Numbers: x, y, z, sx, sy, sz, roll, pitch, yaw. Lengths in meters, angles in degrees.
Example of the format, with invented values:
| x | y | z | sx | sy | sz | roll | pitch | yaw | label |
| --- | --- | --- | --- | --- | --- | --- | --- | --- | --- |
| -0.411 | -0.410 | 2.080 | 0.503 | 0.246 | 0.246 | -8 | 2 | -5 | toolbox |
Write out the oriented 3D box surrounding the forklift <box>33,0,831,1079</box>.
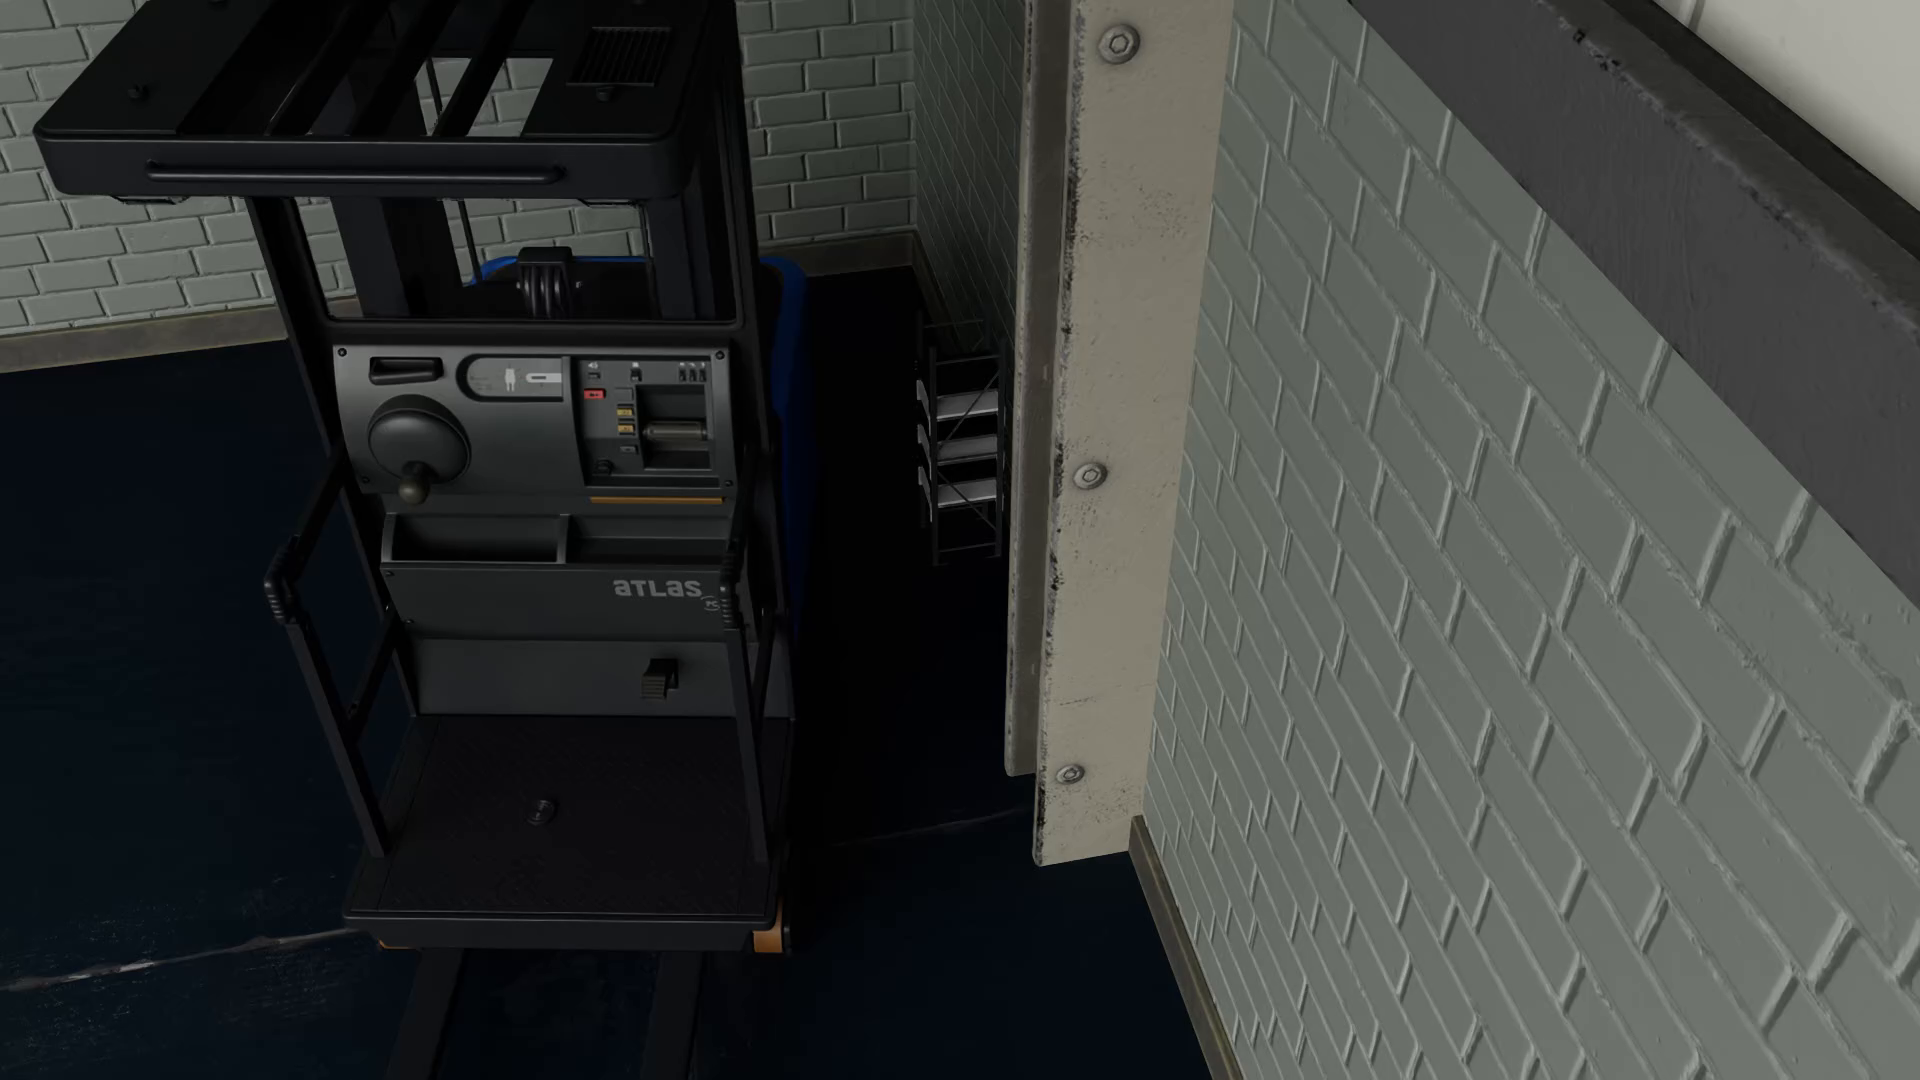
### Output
| x | y | z | sx | sy | sz | roll | pitch | yaw | label |
| --- | --- | --- | --- | --- | --- | --- | --- | --- | --- |
| -1.000 | -0.198 | 3.765 | 1.130 | 2.935 | 3.031 | 1 | 42 | 1 | forklift |

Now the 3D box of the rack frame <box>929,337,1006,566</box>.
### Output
| x | y | z | sx | sy | sz | roll | pitch | yaw | label |
| --- | --- | --- | --- | --- | --- | --- | --- | --- | --- |
| 0.024 | -0.265 | 5.371 | 0.240 | 0.900 | 0.006 | -8 | 42 | -9 | rack frame |

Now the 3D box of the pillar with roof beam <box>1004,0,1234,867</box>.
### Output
| x | y | z | sx | sy | sz | roll | pitch | yaw | label |
| --- | --- | --- | --- | --- | --- | --- | --- | --- | --- |
| -3.880 | -1.974 | 1.195 | 9.100 | 9.000 | 0.400 | -8 | 42 | -9 | pillar with roof beam |

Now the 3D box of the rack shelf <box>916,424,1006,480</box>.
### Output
| x | y | z | sx | sy | sz | roll | pitch | yaw | label |
| --- | --- | --- | --- | --- | --- | --- | --- | --- | --- |
| 0.002 | -0.306 | 5.467 | 0.258 | 0.077 | 0.200 | -8 | 42 | -9 | rack shelf |

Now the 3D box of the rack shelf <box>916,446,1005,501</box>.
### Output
| x | y | z | sx | sy | sz | roll | pitch | yaw | label |
| --- | --- | --- | --- | --- | --- | --- | --- | --- | --- |
| 0.002 | -0.239 | 5.527 | 0.258 | 0.077 | 0.200 | -8 | 42 | -9 | rack shelf |

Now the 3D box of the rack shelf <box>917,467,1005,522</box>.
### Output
| x | y | z | sx | sy | sz | roll | pitch | yaw | label |
| --- | --- | --- | --- | --- | --- | --- | --- | --- | --- |
| 0.002 | -0.172 | 5.587 | 0.258 | 0.077 | 0.200 | -8 | 42 | -9 | rack shelf |

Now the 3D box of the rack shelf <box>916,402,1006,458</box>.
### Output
| x | y | z | sx | sy | sz | roll | pitch | yaw | label |
| --- | --- | --- | --- | --- | --- | --- | --- | --- | --- |
| 0.002 | -0.374 | 5.408 | 0.258 | 0.077 | 0.200 | -8 | 42 | -9 | rack shelf |

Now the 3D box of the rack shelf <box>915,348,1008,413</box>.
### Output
| x | y | z | sx | sy | sz | roll | pitch | yaw | label |
| --- | --- | --- | --- | --- | --- | --- | --- | --- | --- |
| 0.002 | -0.508 | 5.288 | 0.258 | 0.077 | 0.200 | -8 | 42 | -9 | rack shelf |

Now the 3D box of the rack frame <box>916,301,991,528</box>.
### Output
| x | y | z | sx | sy | sz | roll | pitch | yaw | label |
| --- | --- | --- | --- | --- | --- | --- | --- | --- | --- |
| -0.020 | -0.397 | 5.520 | 0.240 | 0.900 | 0.006 | -8 | 42 | -9 | rack frame |

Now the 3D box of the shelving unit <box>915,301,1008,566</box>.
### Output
| x | y | z | sx | sy | sz | roll | pitch | yaw | label |
| --- | --- | --- | --- | --- | --- | --- | --- | --- | --- |
| 0.002 | -0.331 | 5.445 | 0.258 | 0.900 | 0.210 | -8 | 42 | -9 | shelving unit |

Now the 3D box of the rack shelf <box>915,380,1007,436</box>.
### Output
| x | y | z | sx | sy | sz | roll | pitch | yaw | label |
| --- | --- | --- | --- | --- | --- | --- | --- | --- | --- |
| 0.002 | -0.441 | 5.348 | 0.258 | 0.077 | 0.200 | -8 | 42 | -9 | rack shelf |
